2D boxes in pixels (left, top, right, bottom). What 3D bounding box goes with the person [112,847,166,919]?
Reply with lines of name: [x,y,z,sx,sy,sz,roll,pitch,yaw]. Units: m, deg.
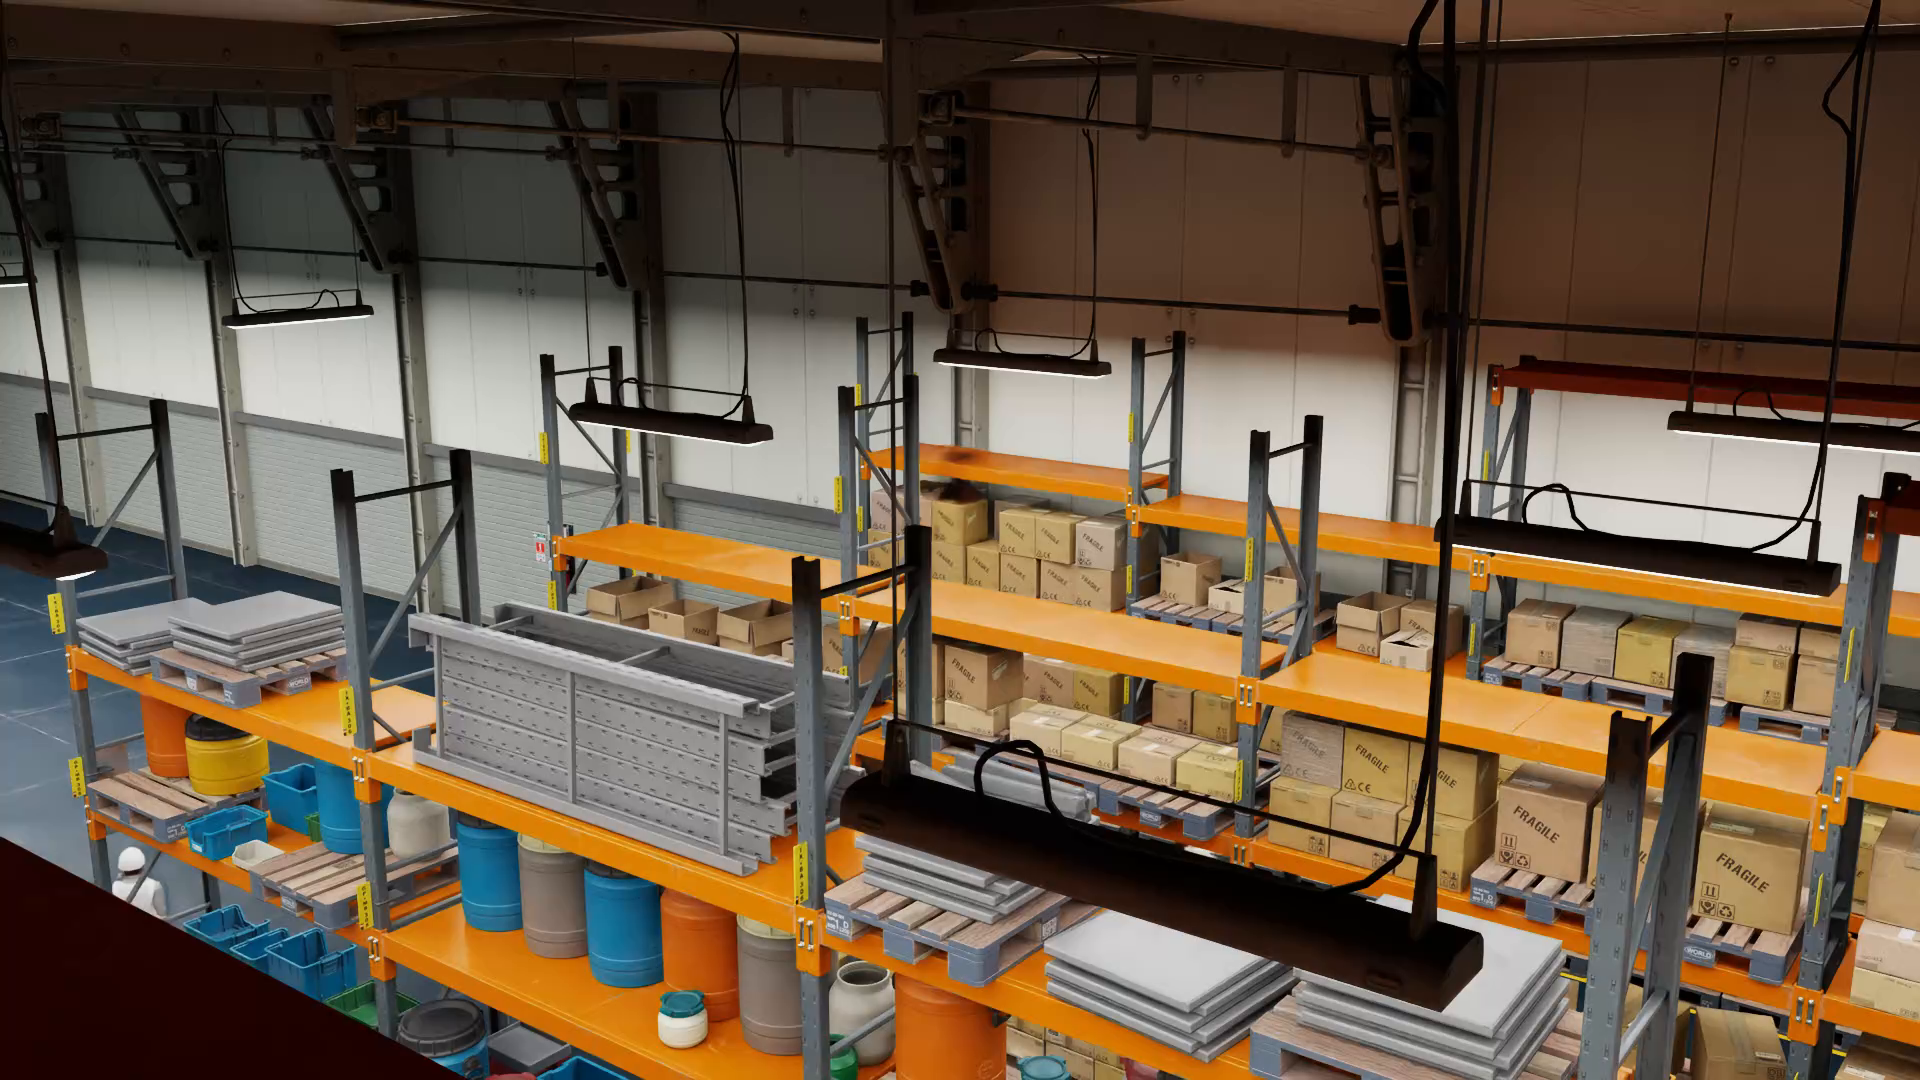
person: [-7.708,3.691,15.458,0.631,1.791,0.434,-7,15,-27]

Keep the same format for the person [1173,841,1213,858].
person: [2.127,3.543,16.225,1.003,1.742,0.632,10,16,36]
